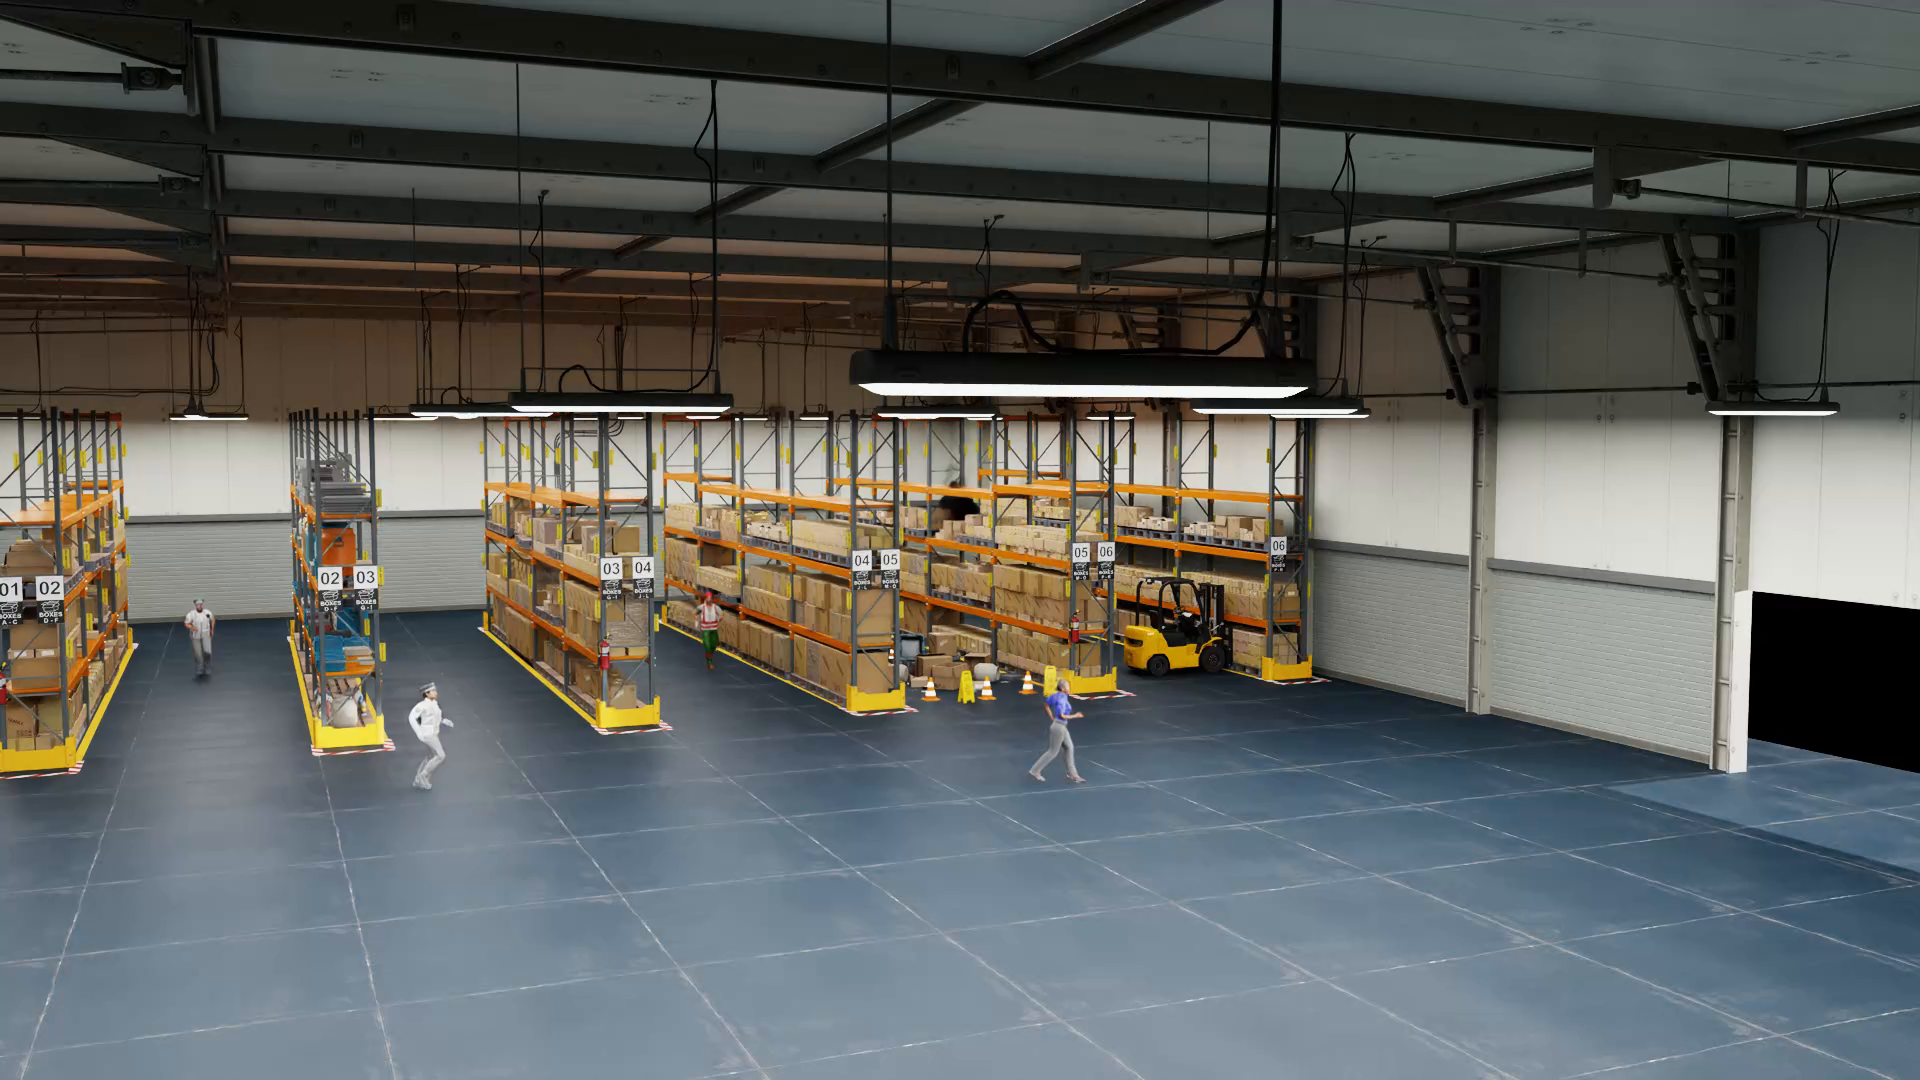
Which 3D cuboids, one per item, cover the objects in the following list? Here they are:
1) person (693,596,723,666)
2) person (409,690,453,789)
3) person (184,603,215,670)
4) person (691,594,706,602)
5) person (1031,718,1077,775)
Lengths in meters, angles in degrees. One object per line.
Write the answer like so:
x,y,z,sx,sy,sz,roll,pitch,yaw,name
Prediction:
-5.860,2.089,38.804,0.662,1.664,0.824,-2,4,-22,person
-8.281,3.081,26.073,0.621,1.628,0.617,0,4,1,person
-17.227,2.167,37.720,0.650,1.603,0.695,-2,5,-29,person
-7.772,1.389,49.527,0.523,1.608,0.587,1,4,15,person
1.504,3.290,26.424,0.748,0.930,0.369,0,4,0,person
